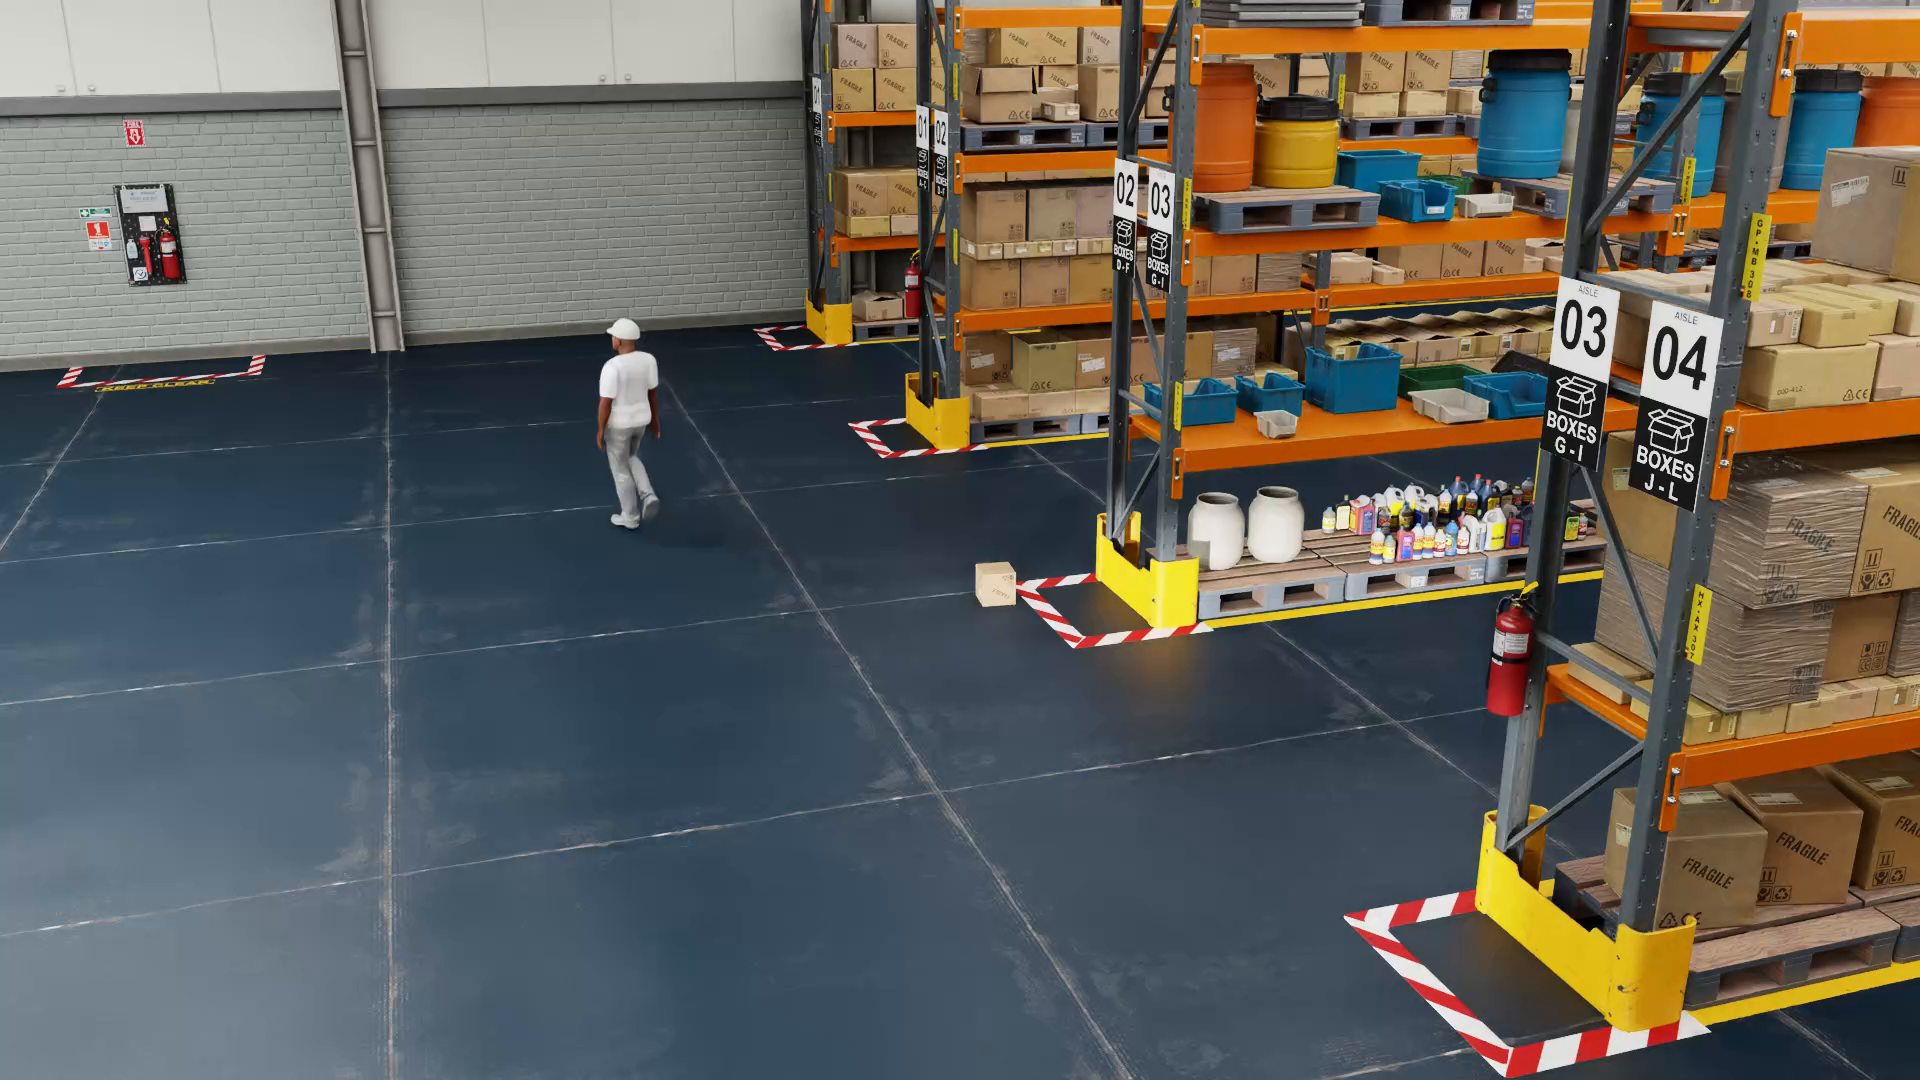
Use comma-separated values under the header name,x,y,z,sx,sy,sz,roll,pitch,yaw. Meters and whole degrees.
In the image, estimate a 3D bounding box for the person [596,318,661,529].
name,x,y,z,sx,sy,sz,roll,pitch,yaw
person,-2.777,-0.971,13.752,0.481,1.754,0.597,15,24,36
